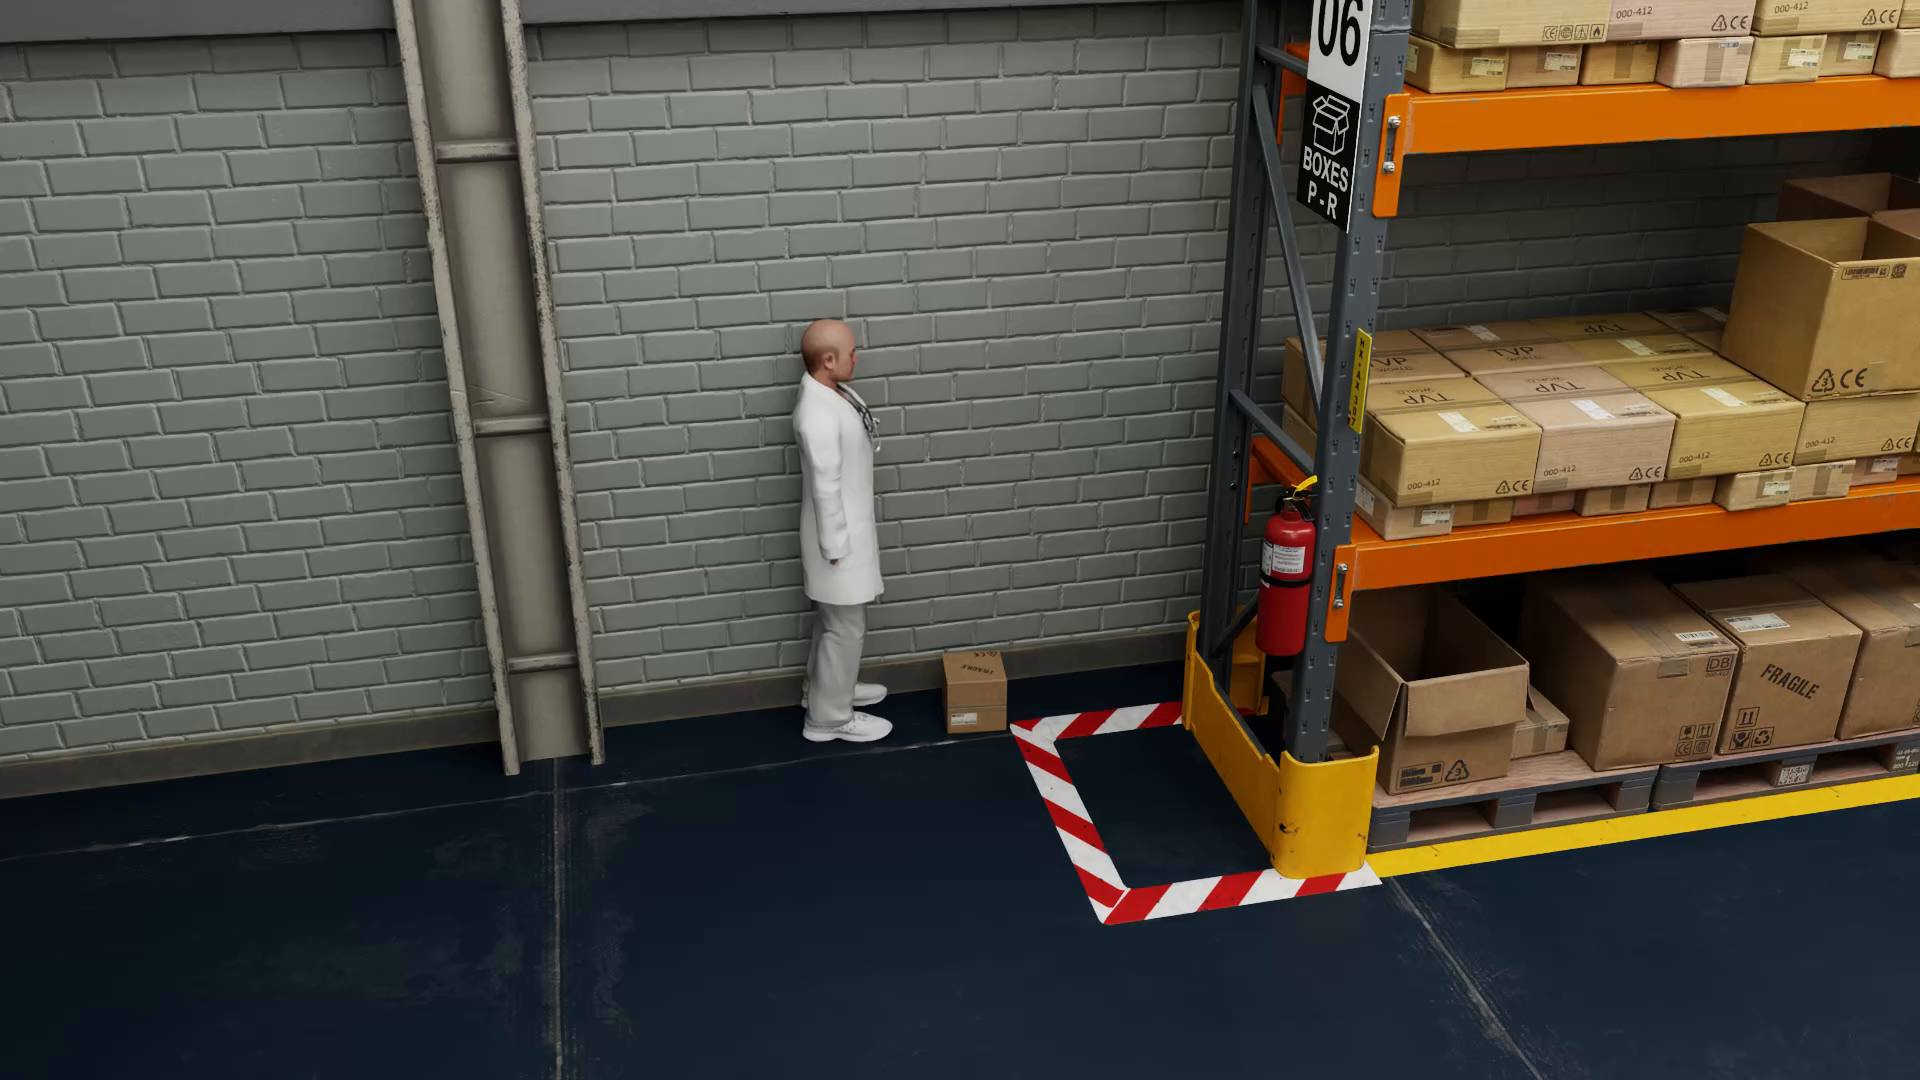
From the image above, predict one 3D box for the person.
[{"bbox_3d":[-0.486,-0.041,6.717,0.381,1.776,0.562,-2,26,-4],"label":"person"}]
